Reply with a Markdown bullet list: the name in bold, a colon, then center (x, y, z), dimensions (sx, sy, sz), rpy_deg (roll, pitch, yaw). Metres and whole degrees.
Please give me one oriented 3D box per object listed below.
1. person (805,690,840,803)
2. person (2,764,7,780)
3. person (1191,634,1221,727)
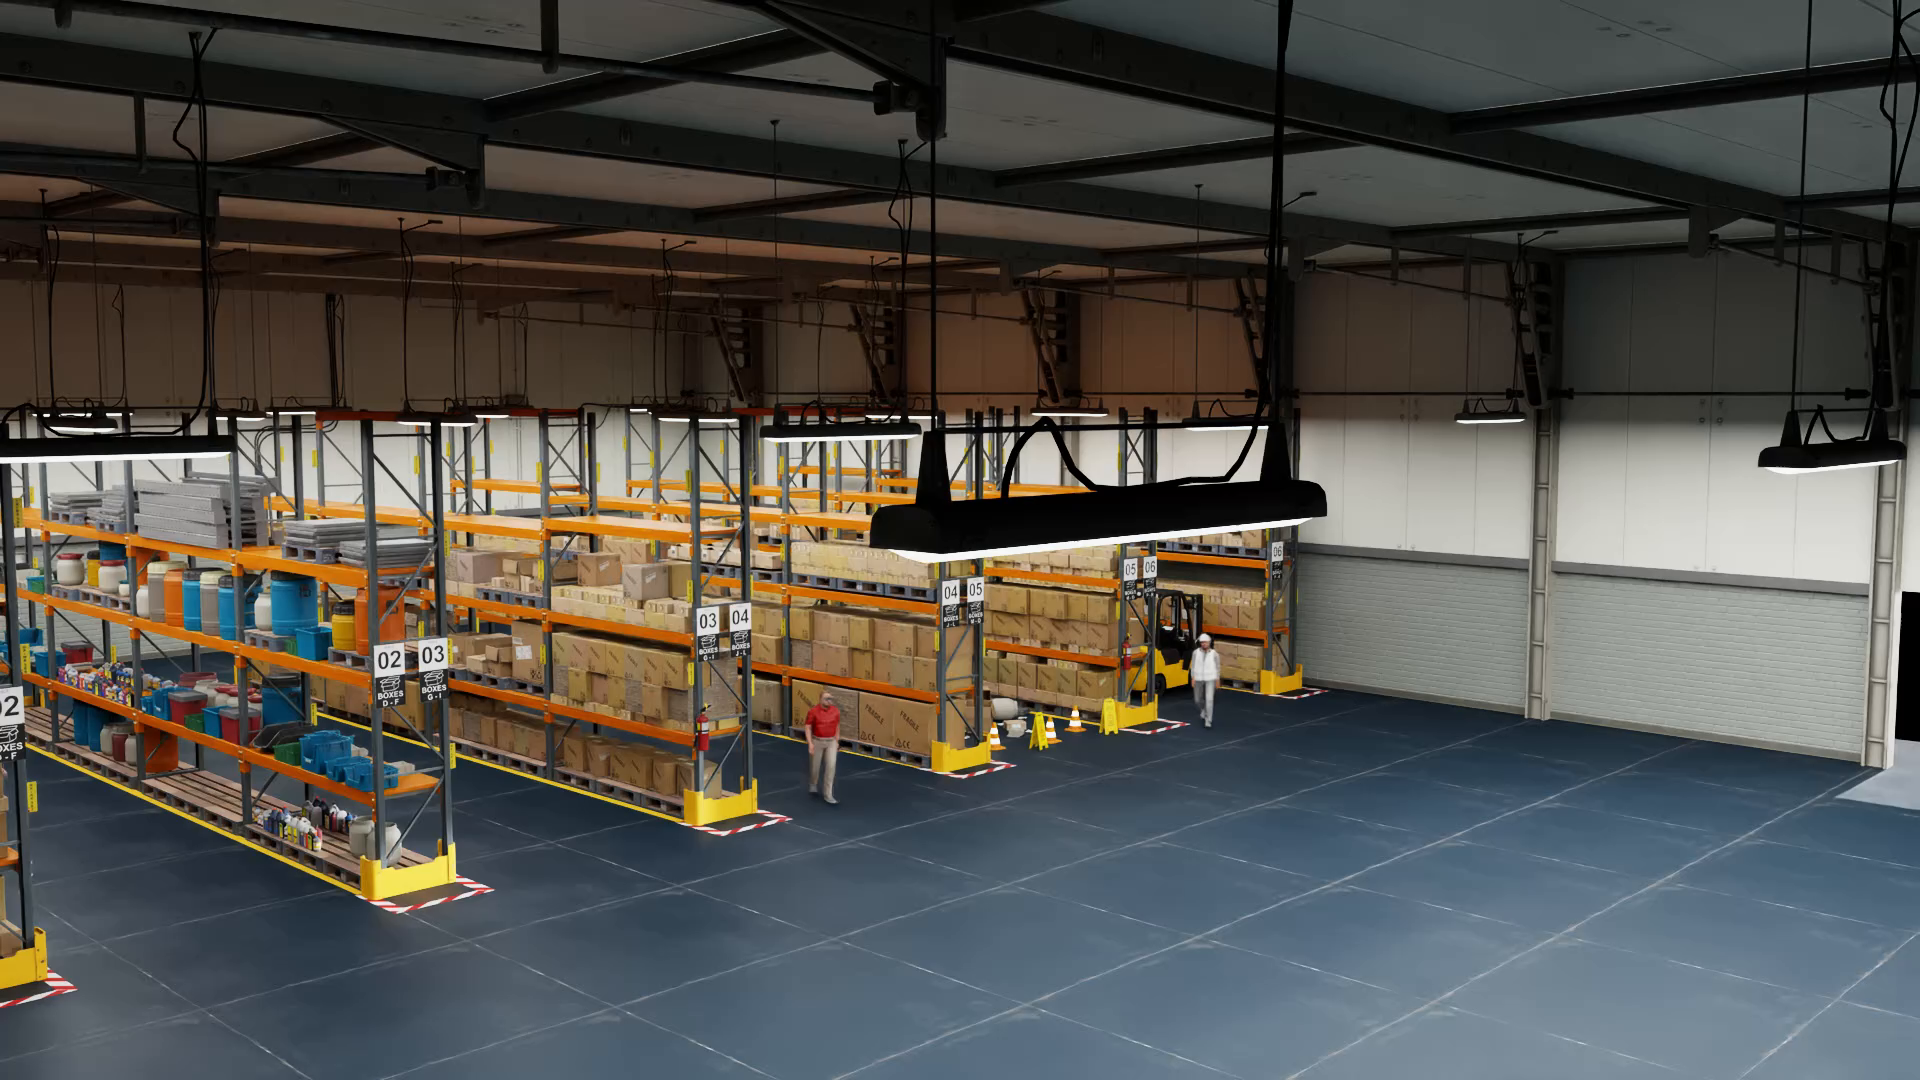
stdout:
- **person**: center (-2.121, 3.189, 25.920), dimensions (0.606, 1.696, 0.876), rpy_deg (-2, 6, -24)
- **person**: center (-13.946, 3.351, 23.634), dimensions (1.036, 1.746, 0.682), rpy_deg (3, 6, 31)
- **person**: center (4.689, 2.651, 31.737), dimensions (0.556, 1.746, 0.925), rpy_deg (2, 5, 20)
